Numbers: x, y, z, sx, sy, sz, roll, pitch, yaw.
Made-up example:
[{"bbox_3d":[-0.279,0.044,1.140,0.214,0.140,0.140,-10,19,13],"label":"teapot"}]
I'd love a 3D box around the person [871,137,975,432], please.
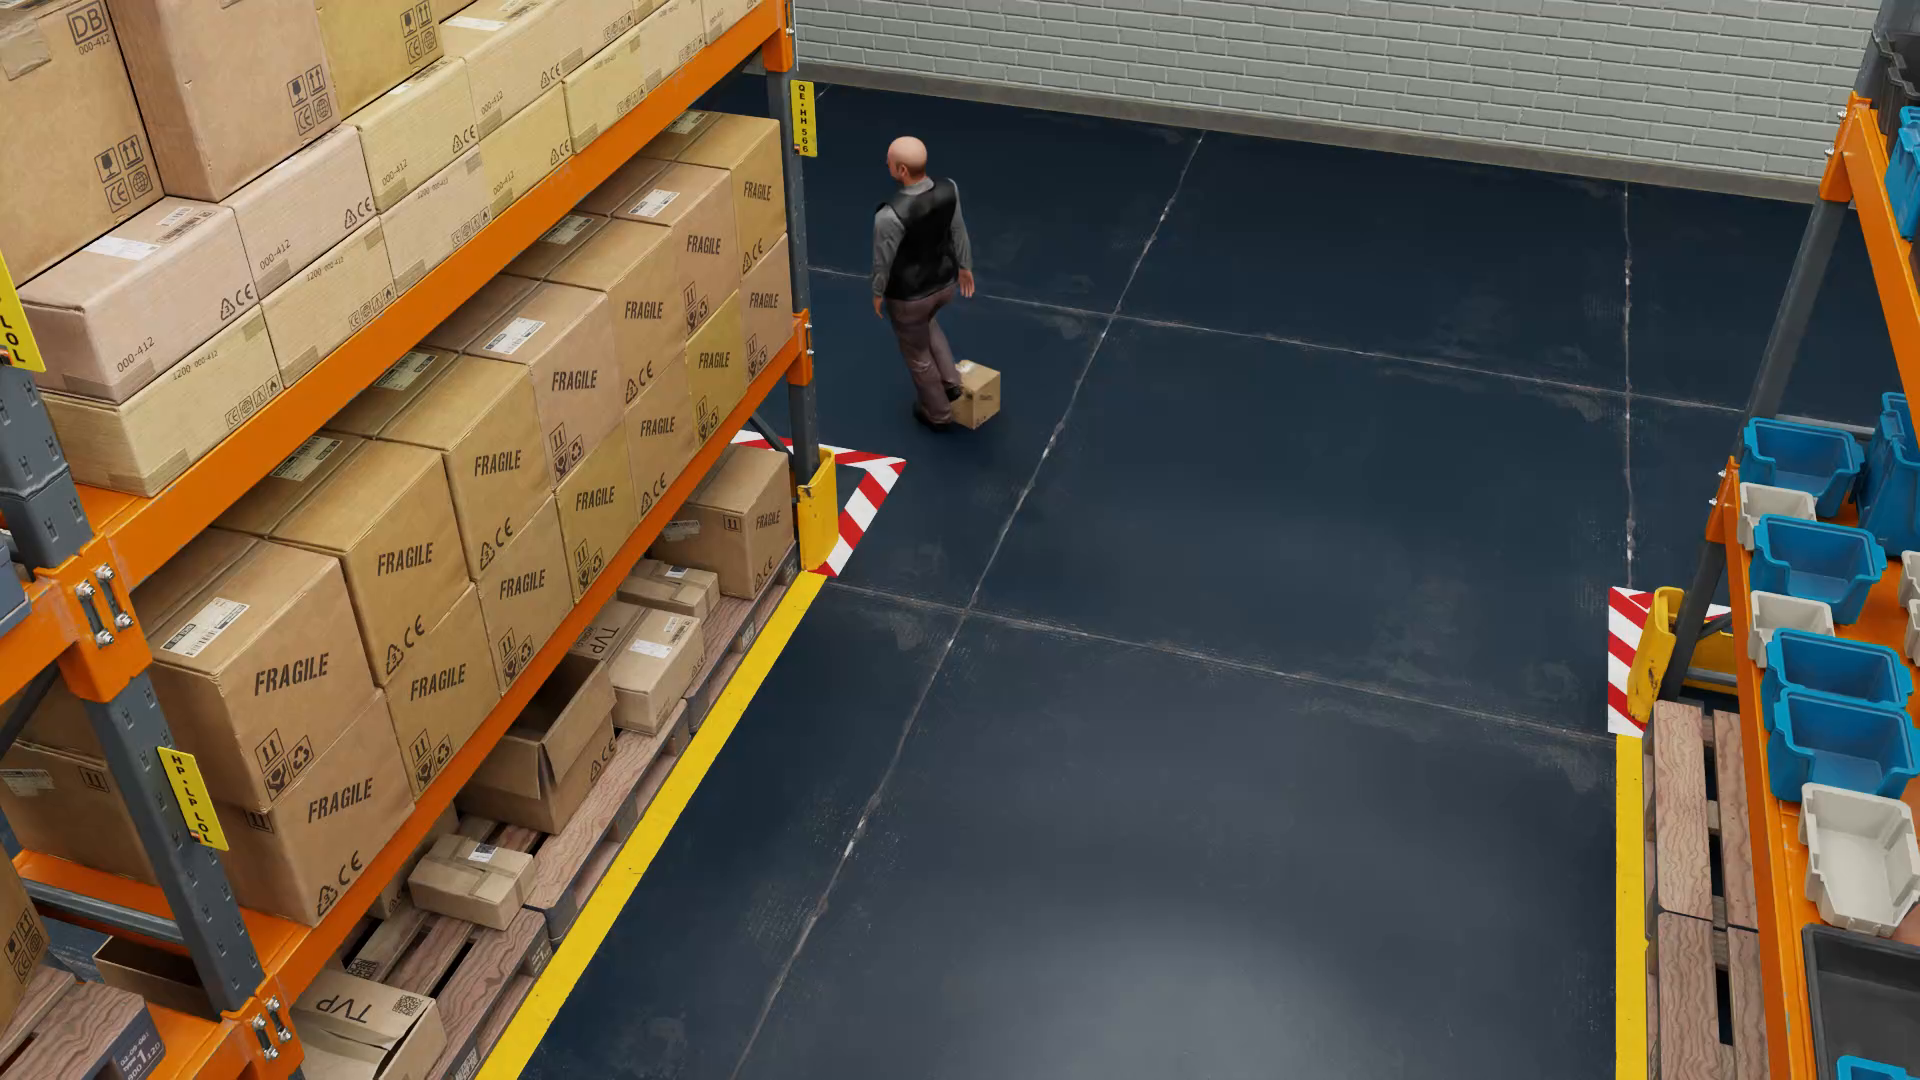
[{"bbox_3d":[-0.242,-1.323,8.678,0.609,1.733,0.458,-29,45,-33],"label":"person"}]
